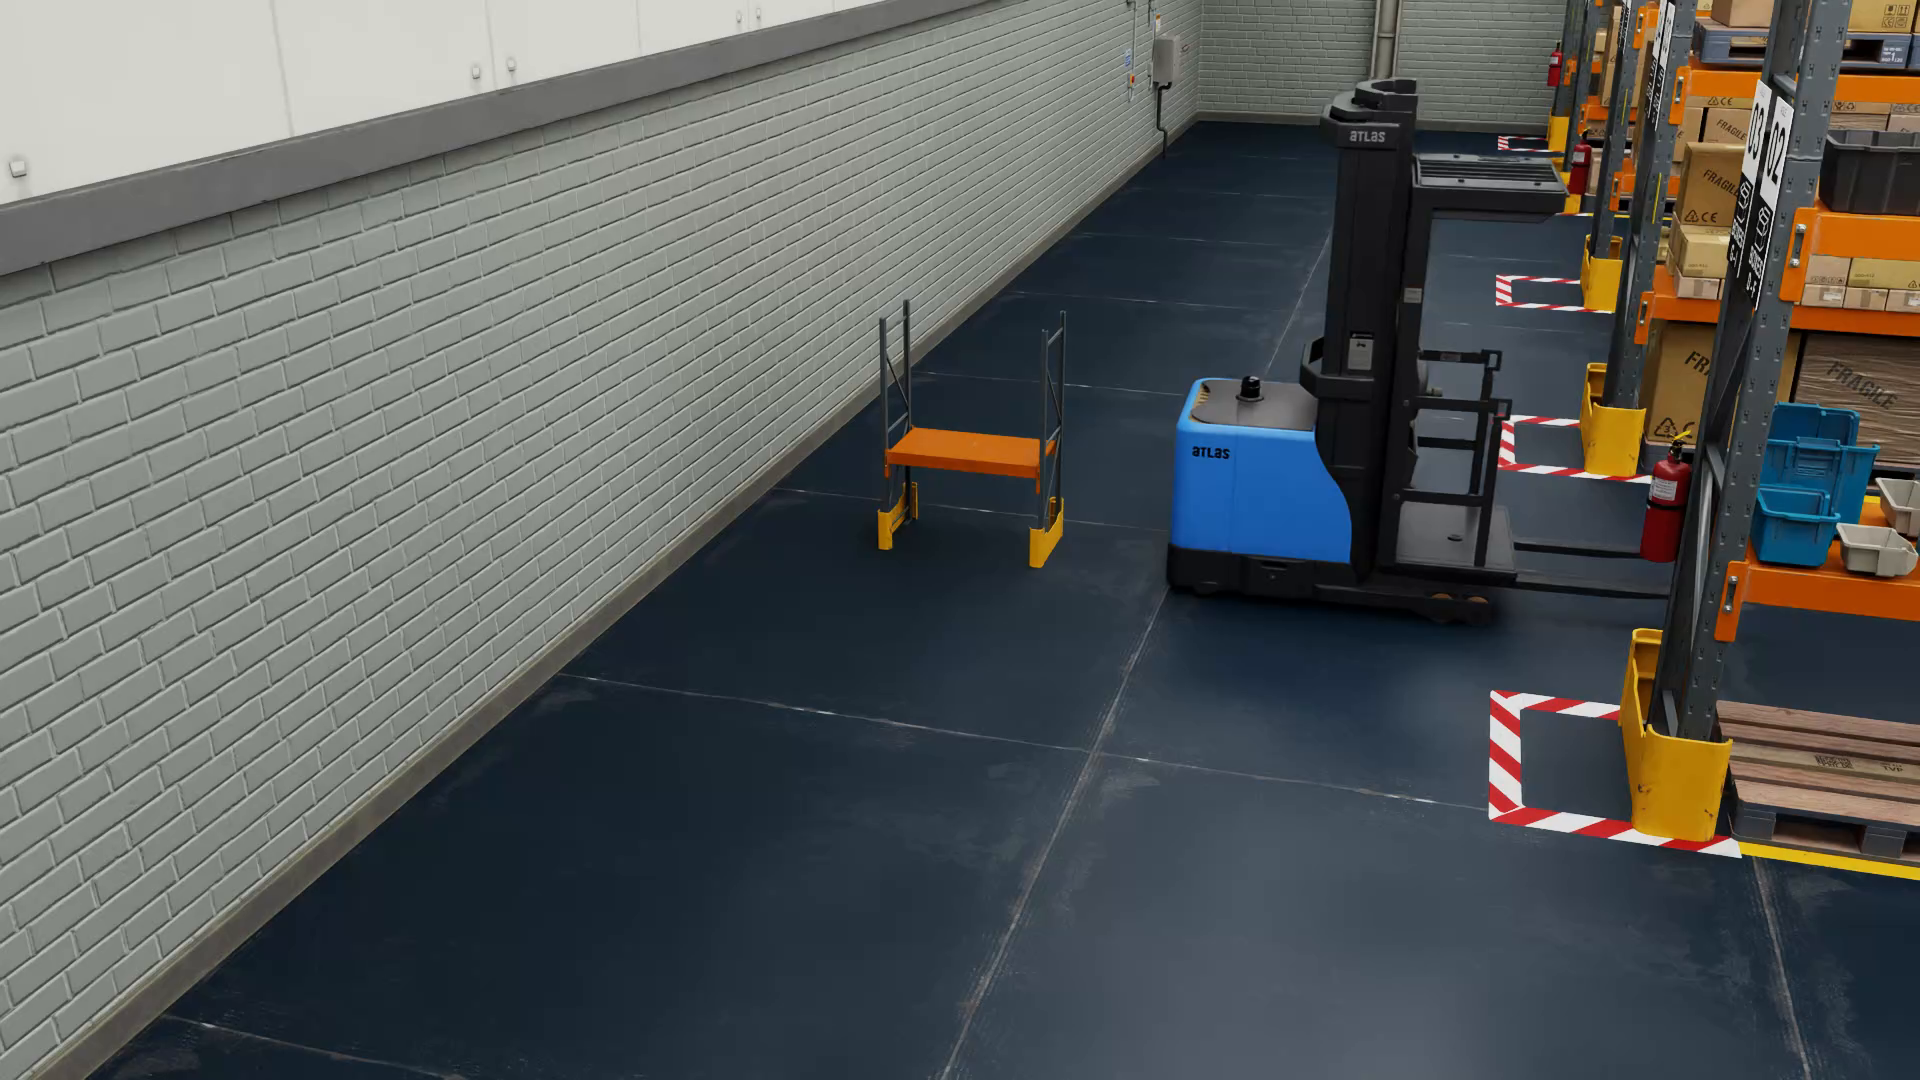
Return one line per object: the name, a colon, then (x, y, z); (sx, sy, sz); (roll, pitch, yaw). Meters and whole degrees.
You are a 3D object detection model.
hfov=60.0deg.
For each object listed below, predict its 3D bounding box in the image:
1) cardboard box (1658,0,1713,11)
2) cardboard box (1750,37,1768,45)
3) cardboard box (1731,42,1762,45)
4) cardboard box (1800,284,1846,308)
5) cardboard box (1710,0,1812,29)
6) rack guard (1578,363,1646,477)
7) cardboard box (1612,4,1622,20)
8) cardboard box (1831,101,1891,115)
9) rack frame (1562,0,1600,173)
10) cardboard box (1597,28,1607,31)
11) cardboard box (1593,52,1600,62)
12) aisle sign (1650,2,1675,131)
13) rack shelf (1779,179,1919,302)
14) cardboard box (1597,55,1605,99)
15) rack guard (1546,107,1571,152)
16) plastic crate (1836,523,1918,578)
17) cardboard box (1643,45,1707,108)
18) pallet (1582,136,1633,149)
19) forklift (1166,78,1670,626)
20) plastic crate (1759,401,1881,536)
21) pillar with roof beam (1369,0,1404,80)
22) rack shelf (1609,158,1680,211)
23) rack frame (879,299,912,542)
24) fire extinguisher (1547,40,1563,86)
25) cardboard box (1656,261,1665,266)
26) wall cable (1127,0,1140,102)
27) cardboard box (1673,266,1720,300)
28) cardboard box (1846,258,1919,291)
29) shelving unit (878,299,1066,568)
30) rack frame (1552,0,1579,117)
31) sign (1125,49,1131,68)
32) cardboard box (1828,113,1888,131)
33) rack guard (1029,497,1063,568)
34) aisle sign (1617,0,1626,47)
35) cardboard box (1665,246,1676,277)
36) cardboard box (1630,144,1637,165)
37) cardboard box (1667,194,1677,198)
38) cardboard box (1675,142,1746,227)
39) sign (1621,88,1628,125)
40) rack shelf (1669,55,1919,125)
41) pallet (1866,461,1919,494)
cardboard box: (6.726, -5.024, 15.310); (0.500, 0.250, 0.500); (7, 23, 17)
cardboard box: (9.550, -5.848, 19.624); (0.500, 0.500, 0.500); (7, 23, 16)
cardboard box: (7.365, -4.478, 15.894); (0.500, 0.500, 0.500); (6, 23, 14)
cardboard box: (5.827, -1.698, 11.287); (0.250, 0.149, 0.380); (6, 23, 15)
cardboard box: (5.354, -3.693, 11.052); (0.500, 0.500, 0.700); (5, 23, 12)
rack guard: (4.818, -0.902, 12.311); (0.348, 0.500, 1.175); (7, 23, 16)
cardboard box: (7.963, -6.326, 19.936); (0.250, 0.149, 0.380); (7, 23, 17)
cardboard box: (8.189, -4.175, 15.155); (0.500, 0.500, 0.500); (6, 23, 14)
rack frame: (7.703, -5.657, 20.608); (0.127, 3.000, 1.000); (7, 23, 16)
cardboard box: (9.651, -7.575, 25.090); (0.500, 0.250, 0.500); (7, 23, 17)
cardboard box: (9.369, -7.209, 24.723); (0.250, 0.149, 0.380); (6, 23, 15)
aisle sign: (4.685, -3.158, 11.091); (0.004, 0.787, 0.394); (7, 23, 16)
rack shelf: (5.325, -1.092, 6.476); (4.000, 0.370, 1.077); (7, 23, 16)
cardboard box: (8.242, -5.746, 20.695); (0.500, 0.500, 0.500); (7, 23, 16)
rack guard: (9.206, -6.296, 25.460); (0.348, 0.500, 1.175); (7, 23, 16)
plastic crate: (3.834, 0.049, 6.965); (0.298, 0.136, 0.250); (7, 23, 16)
cardboard box: (6.723, -4.348, 15.576); (0.500, 0.500, 0.500); (6, 23, 15)
pallet: (9.970, -6.075, 25.303); (1.213, 0.211, 1.003); (7, 23, 16)
forklift: (2.815, -1.082, 9.547); (3.031, 2.935, 1.130); (5, 23, 13)
plastic crate: (3.785, -0.332, 7.501); (0.499, 0.435, 0.616); (7, 23, 16)
pillar with roof beam: (5.569, -9.295, 21.573); (0.400, 9.000, 9.100); (7, 23, 16)
rack shelf: (8.285, -3.295, 15.799); (4.000, 0.370, 1.077); (7, 23, 16)
rack frame: (-0.405, -0.740, 10.598); (0.032, 1.500, 0.500); (7, 23, 16)
fire extinguisher: (8.859, -7.101, 24.721); (0.183, 0.674, 0.296); (7, 23, 16)
cardboard box: (6.798, -2.710, 16.234); (0.250, 0.149, 0.380); (8, 23, 18)
wall cable: (2.298, -6.751, 21.896); (0.123, 1.953, 0.585); (7, 23, 16)
cardboard box: (5.085, -1.781, 11.491); (0.250, 0.149, 0.380); (7, 23, 16)
cardboard box: (6.202, -1.863, 11.165); (0.500, 0.250, 0.500); (6, 23, 14)
shelving unit: (0.073, -0.686, 10.465); (1.083, 1.500, 0.587); (7, 23, 16)
rack frame: (9.133, -7.461, 25.006); (0.127, 3.000, 1.000); (7, 23, 16)
sign: (2.226, -6.381, 22.017); (0.001, 0.218, 0.327); (7, 23, 16)
cardboard box: (8.195, -3.720, 15.363); (0.500, 0.500, 0.500); (6, 23, 14)
rack guard: (0.550, -0.053, 10.569); (0.087, 0.250, 0.587); (7, 23, 16)
aisle sign: (6.387, -5.167, 15.989); (0.004, 0.787, 0.394); (7, 23, 16)
cardboard box: (5.277, -2.021, 12.075); (0.250, 0.149, 0.380); (7, 23, 17)
cardboard box: (6.764, -3.798, 16.408); (0.250, 0.149, 0.380); (7, 23, 16)
cardboard box: (9.243, -4.532, 20.690); (0.875, 0.438, 0.875); (7, 23, 17)
cardboard box: (5.383, -2.514, 11.763); (0.500, 0.500, 0.500); (7, 23, 16)
sign: (6.214, -4.051, 15.552); (0.005, 0.325, 0.100); (7, 23, 16)
rack shelf: (6.755, -2.892, 10.863); (4.000, 0.370, 1.077); (7, 23, 16)
pallet: (6.793, -0.572, 11.888); (1.213, 0.211, 1.003); (7, 23, 16)
